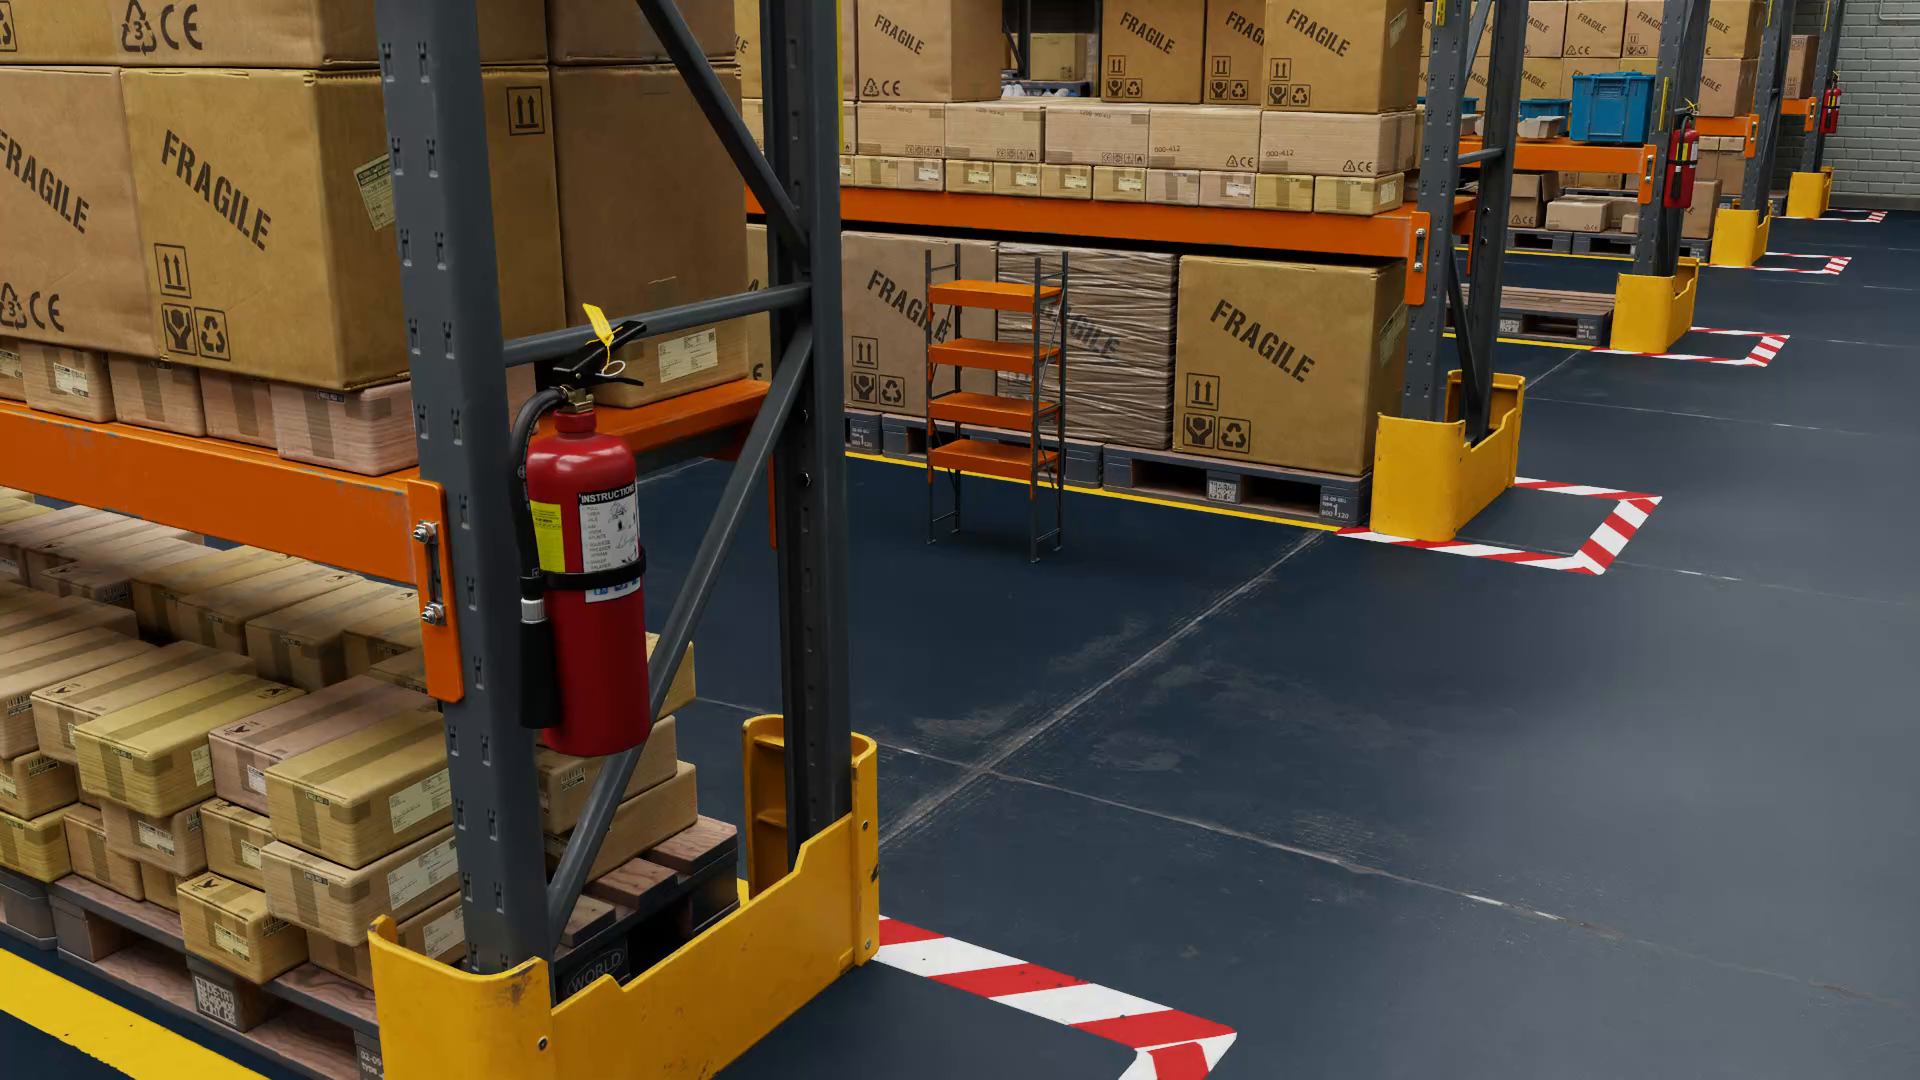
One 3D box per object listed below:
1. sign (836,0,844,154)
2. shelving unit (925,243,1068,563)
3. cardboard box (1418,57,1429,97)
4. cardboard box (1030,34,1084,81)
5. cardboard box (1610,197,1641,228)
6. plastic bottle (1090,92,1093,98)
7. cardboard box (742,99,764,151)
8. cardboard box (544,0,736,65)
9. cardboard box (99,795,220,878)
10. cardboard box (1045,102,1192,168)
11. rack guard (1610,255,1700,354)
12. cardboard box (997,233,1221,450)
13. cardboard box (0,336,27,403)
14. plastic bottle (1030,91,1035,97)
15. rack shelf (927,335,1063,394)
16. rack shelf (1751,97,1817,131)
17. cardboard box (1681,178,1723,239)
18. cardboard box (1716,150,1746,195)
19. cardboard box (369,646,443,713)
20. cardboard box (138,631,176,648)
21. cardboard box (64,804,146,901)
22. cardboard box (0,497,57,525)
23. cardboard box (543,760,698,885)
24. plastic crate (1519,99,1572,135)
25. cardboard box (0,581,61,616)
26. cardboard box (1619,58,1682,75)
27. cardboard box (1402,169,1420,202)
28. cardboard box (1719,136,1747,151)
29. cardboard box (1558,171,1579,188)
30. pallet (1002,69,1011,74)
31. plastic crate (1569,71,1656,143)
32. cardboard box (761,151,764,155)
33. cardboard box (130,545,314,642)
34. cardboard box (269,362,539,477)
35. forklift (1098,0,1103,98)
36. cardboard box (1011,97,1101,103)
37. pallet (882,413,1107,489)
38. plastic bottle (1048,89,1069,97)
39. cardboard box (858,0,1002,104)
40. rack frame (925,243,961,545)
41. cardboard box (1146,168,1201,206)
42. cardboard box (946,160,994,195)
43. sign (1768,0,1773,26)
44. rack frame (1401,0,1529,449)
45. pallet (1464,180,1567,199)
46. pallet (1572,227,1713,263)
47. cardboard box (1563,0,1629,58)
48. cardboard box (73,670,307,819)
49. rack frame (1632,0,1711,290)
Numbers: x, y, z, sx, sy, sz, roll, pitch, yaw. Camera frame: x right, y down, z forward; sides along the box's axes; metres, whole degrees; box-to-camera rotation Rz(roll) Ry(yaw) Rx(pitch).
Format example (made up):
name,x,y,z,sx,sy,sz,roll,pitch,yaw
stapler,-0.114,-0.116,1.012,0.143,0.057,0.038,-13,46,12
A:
name,x,y,z,sx,sy,sz,roll,pitch,yaw
sign,-0.263,-0.928,3.284,0.005,0.325,0.100,10,20,30
shelving unit,0.141,-0.549,6.624,0.503,1.200,0.258,10,20,30
cardboard box,4.644,-4.479,16.294,0.500,0.500,0.500,11,20,31
cardboard box,1.101,-5.443,18.743,0.500,0.500,0.700,4,17,12
cardboard box,6.582,-3.169,16.126,0.500,0.250,0.500,10,20,30
plastic bottle,1.154,-3.543,13.470,0.185,0.351,0.144,10,20,30
cardboard box,-1.010,-2.135,8.494,0.500,0.250,0.500,10,19,29
cardboard box,-0.790,-1.182,3.206,0.500,0.500,0.500,10,20,30
cardboard box,-1.590,0.554,3.568,0.250,0.149,0.380,9,19,28
cardboard box,0.717,-1.825,7.475,0.500,0.250,0.500,9,19,28
rack guard,4.754,-1.622,11.361,0.348,0.500,1.175,10,20,30
cardboard box,0.772,-0.992,7.920,0.875,0.875,0.875,10,20,30
cardboard box,-1.825,-0.400,3.470,0.250,0.149,0.380,9,19,28
plastic bottle,0.593,-3.375,13.032,0.133,0.283,0.061,10,20,30
rack shelf,0.141,-0.699,6.578,0.480,0.148,0.258,10,20,30
rack shelf,8.208,-5.232,20.183,4.000,0.370,1.077,10,20,30
cardboard box,6.730,-3.081,15.407,0.500,0.500,0.500,10,20,30
cardboard box,9.263,-4.359,19.648,0.500,0.500,0.700,10,20,30
cardboard box,-1.113,0.324,3.814,0.250,0.149,0.380,11,20,31
cardboard box,-2.008,0.314,4.357,0.250,0.149,0.380,11,20,33
cardboard box,-1.774,0.646,3.776,0.250,0.149,0.380,10,20,31
cardboard box,-2.881,0.005,4.864,0.250,0.149,0.380,11,20,32
cardboard box,-0.826,0.625,3.844,0.250,0.149,0.380,11,20,31
plastic crate,4.128,-2.986,11.737,0.300,0.233,0.416,10,20,30
cardboard box,-2.452,0.239,4.093,0.250,0.149,0.380,10,20,30
cardboard box,6.355,-4.171,15.281,0.500,0.500,0.500,10,20,31
cardboard box,2.005,-1.607,7.445,0.250,0.149,0.380,10,20,31
cardboard box,9.058,-4.644,19.470,0.250,0.149,0.380,10,19,29
cardboard box,7.513,-4.669,20.670,0.500,0.500,0.700,10,20,30
pallet,0.262,-6.854,24.613,1.213,0.211,1.003,10,20,30
plastic crate,4.344,-2.869,11.001,0.499,0.435,0.616,10,20,30
cardboard box,-0.972,-1.913,8.450,0.250,0.149,0.380,9,19,28
cardboard box,-1.947,0.140,4.417,0.250,0.149,0.380,10,20,31
cardboard box,-0.973,-0.238,2.937,0.250,0.149,0.380,10,20,30
forklift,0.863,-2.364,9.622,3.031,2.935,1.130,10,20,31
cardboard box,0.547,-2.035,8.167,0.500,0.250,0.500,10,19,29
pallet,0.377,-0.546,8.315,1.213,0.211,1.003,10,20,30
plastic bottle,0.812,-3.588,13.746,0.135,0.276,0.152,10,20,30
cardboard box,-0.138,-2.339,7.876,0.500,0.500,0.500,9,19,28
rack frame,-0.067,-0.586,6.746,0.015,1.200,0.240,10,20,30
cardboard box,1.010,-1.560,7.289,0.250,0.149,0.380,11,20,31
cardboard box,0.134,-1.716,7.802,0.250,0.149,0.380,9,19,28
sign,7.015,-4.616,14.380,0.005,0.325,0.100,10,20,30
rack frame,2.135,-1.592,6.961,0.127,3.000,1.000,10,20,30
pallet,7.110,-4.411,21.041,1.213,0.211,1.003,10,20,30
pallet,6.578,-2.843,15.878,1.213,0.211,1.003,10,20,30
cardboard box,5.924,-4.725,15.383,0.500,0.500,0.500,11,20,32
cardboard box,-1.602,0.421,3.492,0.250,0.149,0.380,10,19,29
rack frame,4.727,-2.819,10.999,0.127,3.000,1.000,10,20,30
